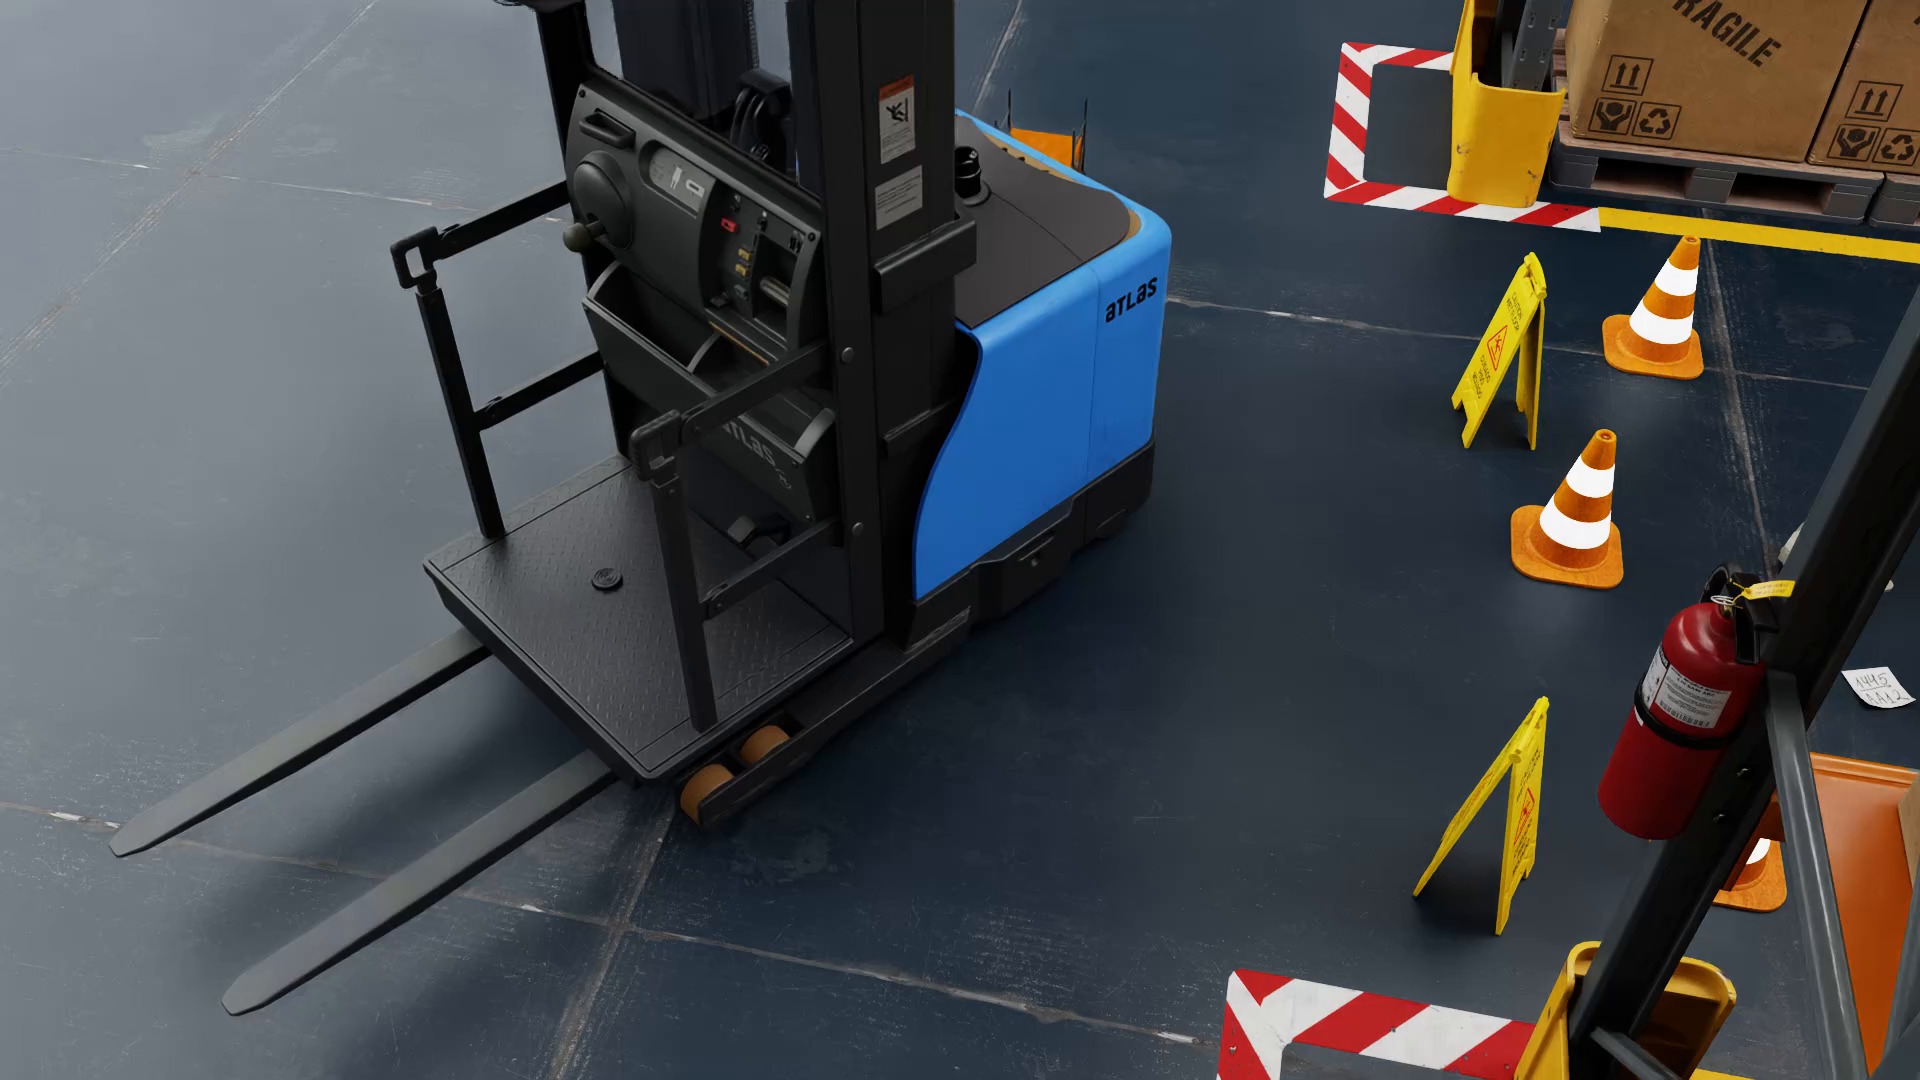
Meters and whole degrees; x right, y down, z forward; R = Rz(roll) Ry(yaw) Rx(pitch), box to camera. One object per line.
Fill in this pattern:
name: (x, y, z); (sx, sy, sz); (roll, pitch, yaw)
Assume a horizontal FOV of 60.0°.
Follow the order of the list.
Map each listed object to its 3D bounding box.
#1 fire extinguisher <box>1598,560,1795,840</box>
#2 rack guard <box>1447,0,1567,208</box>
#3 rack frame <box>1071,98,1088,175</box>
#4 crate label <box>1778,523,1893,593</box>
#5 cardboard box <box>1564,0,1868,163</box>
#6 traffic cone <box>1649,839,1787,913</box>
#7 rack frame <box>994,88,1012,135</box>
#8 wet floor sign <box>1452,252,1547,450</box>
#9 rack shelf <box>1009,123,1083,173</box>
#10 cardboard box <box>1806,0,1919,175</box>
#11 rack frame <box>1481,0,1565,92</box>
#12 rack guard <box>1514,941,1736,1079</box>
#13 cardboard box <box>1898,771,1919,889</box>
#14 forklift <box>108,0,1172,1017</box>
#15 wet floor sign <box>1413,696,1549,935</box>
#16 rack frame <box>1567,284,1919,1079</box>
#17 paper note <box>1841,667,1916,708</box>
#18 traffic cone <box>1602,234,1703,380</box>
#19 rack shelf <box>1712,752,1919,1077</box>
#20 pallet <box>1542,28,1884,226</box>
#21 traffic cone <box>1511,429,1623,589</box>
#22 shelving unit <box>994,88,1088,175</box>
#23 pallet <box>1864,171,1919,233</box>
fire extinguisher: (1.279, 0.254, 2.879); (0.183, 0.674, 0.296); (9, 45, 9)
rack guard: (2.249, -1.913, 6.877); (0.348, 0.500, 1.175); (9, 45, 9)
rack frame: (0.370, -0.927, 5.455); (0.008, 1.050, 0.200); (10, 45, 11)
crate label: (2.683, 0.053, 5.096); (0.298, 0.136, 0.250); (-12, 45, -12)
cardboard box: (2.949, -2.138, 6.538); (0.875, 0.875, 0.875); (9, 45, 9)
traffic cone: (1.992, 0.661, 4.230); (0.334, 0.463, 0.336); (9, 45, 9)
rack frame: (0.134, -0.969, 5.500); (0.008, 1.050, 0.200); (10, 45, 11)
wet floor sign: (1.812, -0.626, 5.436); (0.232, 0.644, 0.267); (2, 44, 2)
rack shelf: (0.252, -1.145, 5.288); (0.240, 0.259, 0.215); (10, 45, 11)
cardboard box: (3.808, -2.006, 6.401); (0.875, 0.875, 0.875); (8, 45, 8)
rack frame: (2.273, -2.810, 6.007); (0.127, 3.000, 1.000); (9, 45, 9)
rack guard: (1.365, 1.467, 3.365); (0.348, 0.500, 1.175); (9, 45, 9)
cardboard box: (1.702, 0.557, 2.689); (0.250, 0.149, 0.380); (10, 45, 10)
forklift: (-0.802, -0.700, 3.864); (3.031, 2.935, 1.130); (-34, 53, -30)
wet floor sign: (1.339, 0.650, 4.109); (0.232, 0.644, 0.267); (24, 49, 23)
rack frame: (1.290, 0.557, 2.508); (0.053, 2.616, 0.949); (9, 45, 9)
paper note: (2.648, 0.421, 4.791); (0.142, 0.019, 0.148); (-5, 44, -5)
traffic cone: (2.481, -0.855, 5.805); (0.334, 0.463, 0.336); (9, 45, 9)
rack shelf: (3.242, 1.117, 2.445); (4.000, 0.370, 1.077); (9, 45, 9)
pallet: (3.070, -1.737, 6.903); (1.213, 0.211, 1.003); (9, 45, 9)
traffic cone: (1.902, -0.142, 5.063); (0.334, 0.463, 0.336); (9, 45, 9)
shelving unit: (0.252, -0.948, 5.478); (0.252, 1.050, 0.215); (10, 45, 11)
pallet: (4.257, -1.551, 6.709); (1.213, 0.211, 1.003); (9, 45, 9)
